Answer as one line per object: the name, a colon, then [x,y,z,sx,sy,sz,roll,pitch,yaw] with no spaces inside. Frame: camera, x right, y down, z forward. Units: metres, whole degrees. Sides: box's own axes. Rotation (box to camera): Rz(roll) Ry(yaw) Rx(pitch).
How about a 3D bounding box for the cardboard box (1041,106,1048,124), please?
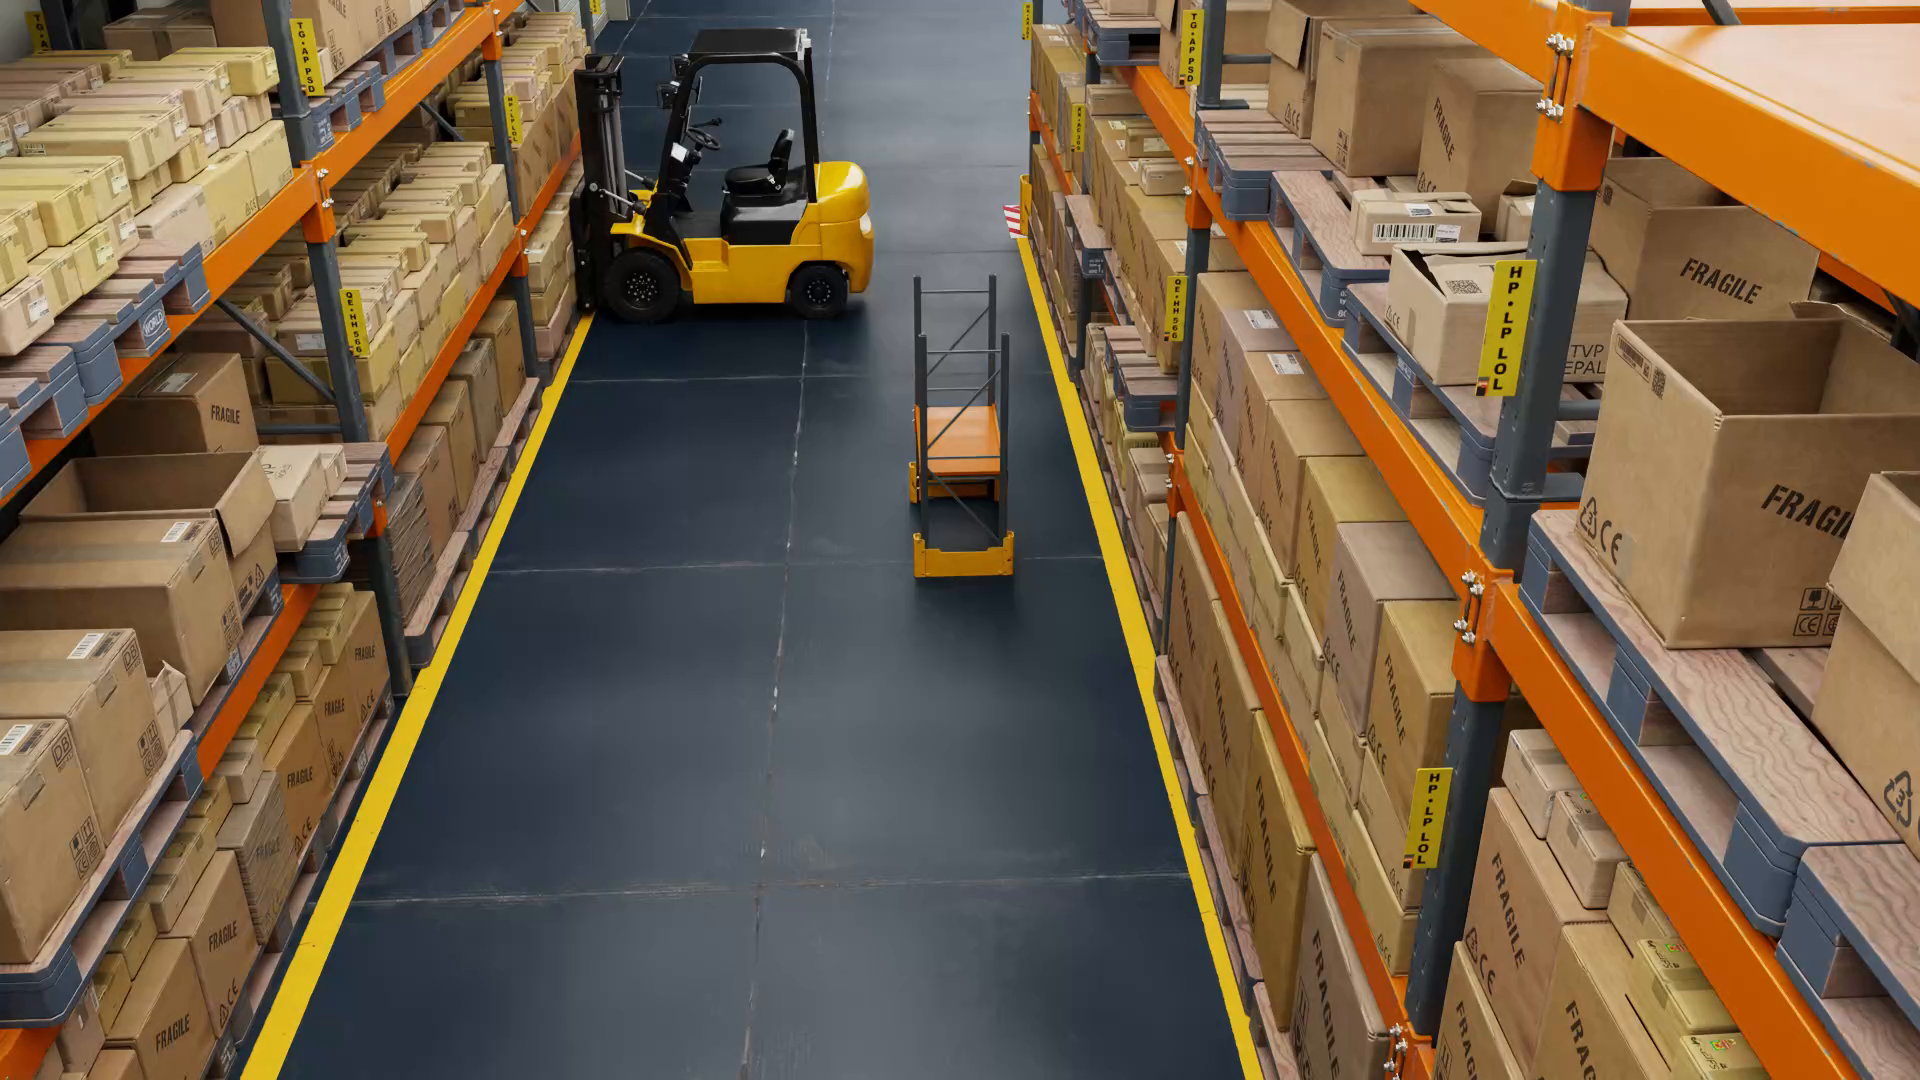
cardboard box: [0.897,-3.707,14.386,0.380,0.149,0.250,-1,28,-2]

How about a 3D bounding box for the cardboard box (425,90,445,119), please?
cardboard box: [-3.879,-3.091,11.802,0.380,0.149,0.250,-2,28,-4]

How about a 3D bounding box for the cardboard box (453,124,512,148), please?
cardboard box: [-3.343,-2.856,11.673,0.380,0.149,0.250,-2,28,-3]

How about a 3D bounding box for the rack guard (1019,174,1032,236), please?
rack guard: [1.163,-3.196,15.837,1.175,0.500,0.348,-1,28,-3]

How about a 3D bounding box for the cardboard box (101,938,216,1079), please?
cardboard box: [-3.009,1.772,5.859,0.500,0.500,0.500,-2,28,-3]

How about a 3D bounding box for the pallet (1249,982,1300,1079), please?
pallet: [1.670,2.084,6.026,1.003,0.211,1.213,-1,28,-3]

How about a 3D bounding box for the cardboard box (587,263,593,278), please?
cardboard box: [-3.375,-2.275,13.888,0.500,0.250,0.500,-1,28,-1]

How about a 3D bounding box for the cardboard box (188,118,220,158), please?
cardboard box: [-3.139,-1.563,6.491,0.380,0.149,0.250,-1,28,-2]

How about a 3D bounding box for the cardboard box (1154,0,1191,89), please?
cardboard box: [1.468,-2.724,8.874,0.797,0.503,0.637,-1,28,-3]

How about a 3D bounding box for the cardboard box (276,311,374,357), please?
cardboard box: [-3.103,-1.010,8.132,0.380,0.149,0.250,-1,28,-1]

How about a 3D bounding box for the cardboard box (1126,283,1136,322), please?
cardboard box: [1.147,-1.346,9.404,0.380,0.149,0.250,-1,28,-2]

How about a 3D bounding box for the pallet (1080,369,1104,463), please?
pallet: [1.410,-0.896,11.740,1.003,0.211,1.213,-1,28,-3]

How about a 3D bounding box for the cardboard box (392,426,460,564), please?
cardboard box: [-3.441,-0.247,9.593,0.875,0.625,0.625,-1,28,-1]

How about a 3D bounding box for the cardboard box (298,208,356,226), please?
cardboard box: [-3.752,-1.830,9.705,0.380,0.149,0.250,-1,28,-2]

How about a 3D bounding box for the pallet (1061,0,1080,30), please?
pallet: [1.294,-3.451,10.583,1.213,0.211,1.003,-1,28,-3]

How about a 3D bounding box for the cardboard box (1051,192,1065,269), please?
cardboard box: [1.013,-2.529,13.563,0.500,0.500,0.500,0,28,0]

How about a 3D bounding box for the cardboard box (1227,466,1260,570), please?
cardboard box: [1.396,-0.091,6.802,0.500,0.250,0.500,-1,28,-3]

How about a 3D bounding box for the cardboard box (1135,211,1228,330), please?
cardboard box: [1.237,-1.449,8.901,0.500,0.500,0.500,-2,28,-3]

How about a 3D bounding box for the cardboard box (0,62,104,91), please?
cardboard box: [-3.653,-1.801,6.625,0.380,0.149,0.250,-1,28,-2]

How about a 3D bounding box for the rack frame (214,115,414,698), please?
rack frame: [-3.380,-0.523,8.010,1.000,3.000,0.127,-1,28,-3]

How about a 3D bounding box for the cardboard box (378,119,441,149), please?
cardboard box: [-3.862,-2.845,11.651,0.380,0.149,0.250,-2,28,-3]

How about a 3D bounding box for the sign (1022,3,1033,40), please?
sign: [0.617,-4.710,15.101,0.100,0.325,0.005,-1,28,-3]

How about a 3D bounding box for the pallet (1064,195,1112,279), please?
pallet: [1.262,-2.051,11.145,1.003,0.211,1.213,-1,28,-3]

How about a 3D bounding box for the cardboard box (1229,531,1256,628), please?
cardboard box: [1.417,0.133,6.914,0.500,0.250,0.500,0,28,-1]

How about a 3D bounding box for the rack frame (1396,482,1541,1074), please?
rack frame: [1.785,1.202,4.701,1.000,3.000,0.127,-1,28,-3]

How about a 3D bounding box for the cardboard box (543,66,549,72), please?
cardboard box: [-3.486,-3.687,13.266,0.380,0.149,0.250,-2,28,-3]

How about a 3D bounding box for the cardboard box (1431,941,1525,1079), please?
cardboard box: [1.548,1.381,4.250,0.500,0.500,0.500,-1,28,-1]

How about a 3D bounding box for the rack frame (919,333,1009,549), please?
rack frame: [0.022,-0.470,9.529,0.500,1.500,0.032,-1,28,-3]

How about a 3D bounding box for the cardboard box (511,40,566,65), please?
cardboard box: [-3.402,-3.934,13.418,0.380,0.149,0.250,-1,28,-2]

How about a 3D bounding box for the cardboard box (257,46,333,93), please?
cardboard box: [-3.095,-2.149,7.573,0.380,0.166,0.250,-1,28,-3]

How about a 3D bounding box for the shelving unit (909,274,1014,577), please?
shelving unit: [-0.004,-0.700,9.971,0.587,1.500,1.083,-1,28,-3]

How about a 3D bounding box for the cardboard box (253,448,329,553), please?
cardboard box: [-3.002,-0.164,7.028,0.500,0.250,0.500,-3,28,-5]

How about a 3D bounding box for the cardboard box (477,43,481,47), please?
cardboard box: [-4.034,-3.919,13.389,0.380,0.149,0.250,-2,28,-4]

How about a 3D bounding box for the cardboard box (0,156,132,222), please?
cardboard box: [-2.888,-1.115,5.289,0.380,0.149,0.250,-1,28,-2]

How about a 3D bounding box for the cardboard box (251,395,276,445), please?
cardboard box: [-3.659,-0.658,8.430,0.500,0.250,0.500,-2,28,-4]

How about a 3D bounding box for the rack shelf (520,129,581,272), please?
rack shelf: [-3.693,-2.975,13.489,1.077,0.370,4.000,-1,28,-3]

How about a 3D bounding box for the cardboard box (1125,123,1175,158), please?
cardboard box: [1.199,-2.417,10.056,0.380,0.149,0.250,0,28,0]

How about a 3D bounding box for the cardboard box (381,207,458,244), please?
cardboard box: [-3.162,-1.840,9.725,0.380,0.149,0.250,-2,28,-4]

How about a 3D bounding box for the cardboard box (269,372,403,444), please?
cardboard box: [-3.159,-0.668,8.449,0.500,0.250,0.500,-1,28,-2]

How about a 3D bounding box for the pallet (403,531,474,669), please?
pallet: [-3.384,0.332,9.385,1.003,0.211,1.213,-1,28,-3]

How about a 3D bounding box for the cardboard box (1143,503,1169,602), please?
cardboard box: [1.557,0.073,9.254,0.950,0.372,0.625,-3,28,-6]

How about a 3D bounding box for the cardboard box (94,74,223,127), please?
cardboard box: [-3.094,-1.698,6.428,0.380,0.149,0.250,-2,28,-4]

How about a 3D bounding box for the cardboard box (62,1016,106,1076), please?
cardboard box: [-3.016,1.660,5.370,0.380,0.149,0.250,-2,28,-4]

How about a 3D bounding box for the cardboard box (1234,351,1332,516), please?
cardboard box: [1.405,-0.431,6.643,0.500,0.500,0.500,-1,28,-1]

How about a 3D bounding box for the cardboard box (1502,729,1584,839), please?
cardboard box: [1.543,0.579,4.005,0.380,0.149,0.250,-2,28,-3]

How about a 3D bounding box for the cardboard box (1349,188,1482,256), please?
cardboard box: [1.537,-1.080,5.632,0.380,0.166,0.250,1,28,2]

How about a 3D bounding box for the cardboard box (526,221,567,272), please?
cardboard box: [-3.318,-2.248,12.755,0.500,0.250,0.500,-1,28,-3]

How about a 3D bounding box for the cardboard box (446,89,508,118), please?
cardboard box: [-3.431,-3.107,11.832,0.380,0.149,0.250,-1,28,-2]

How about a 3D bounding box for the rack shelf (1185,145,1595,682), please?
rack shelf: [1.681,-0.732,5.945,1.077,0.370,4.000,-1,28,-3]

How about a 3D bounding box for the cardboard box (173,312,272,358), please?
cardboard box: [-3.599,-1.001,8.115,0.380,0.149,0.250,-1,28,-1]

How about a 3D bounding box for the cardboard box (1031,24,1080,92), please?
cardboard box: [0.907,-4.290,14.802,0.500,0.500,0.500,-2,28,-3]

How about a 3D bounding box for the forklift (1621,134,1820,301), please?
forklift: [4.418,-1.329,9.628,3.031,2.935,1.130,-21,34,-34]

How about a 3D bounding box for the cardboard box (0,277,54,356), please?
cardboard box: [-2.807,-0.627,4.674,0.380,0.149,0.250,-1,28,-2]

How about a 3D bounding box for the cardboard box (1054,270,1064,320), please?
cardboard box: [1.031,-1.971,13.305,0.500,0.250,0.500,-2,28,-4]

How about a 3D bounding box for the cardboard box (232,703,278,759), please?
cardboard box: [-3.105,0.819,6.983,0.380,0.149,0.250,-2,28,-3]

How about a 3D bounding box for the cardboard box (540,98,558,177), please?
cardboard box: [-3.423,-3.100,12.842,0.500,0.500,0.500,-2,28,-3]

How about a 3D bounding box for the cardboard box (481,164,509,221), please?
cardboard box: [-3.308,-2.305,11.048,0.500,0.250,0.500,-2,28,-4]
